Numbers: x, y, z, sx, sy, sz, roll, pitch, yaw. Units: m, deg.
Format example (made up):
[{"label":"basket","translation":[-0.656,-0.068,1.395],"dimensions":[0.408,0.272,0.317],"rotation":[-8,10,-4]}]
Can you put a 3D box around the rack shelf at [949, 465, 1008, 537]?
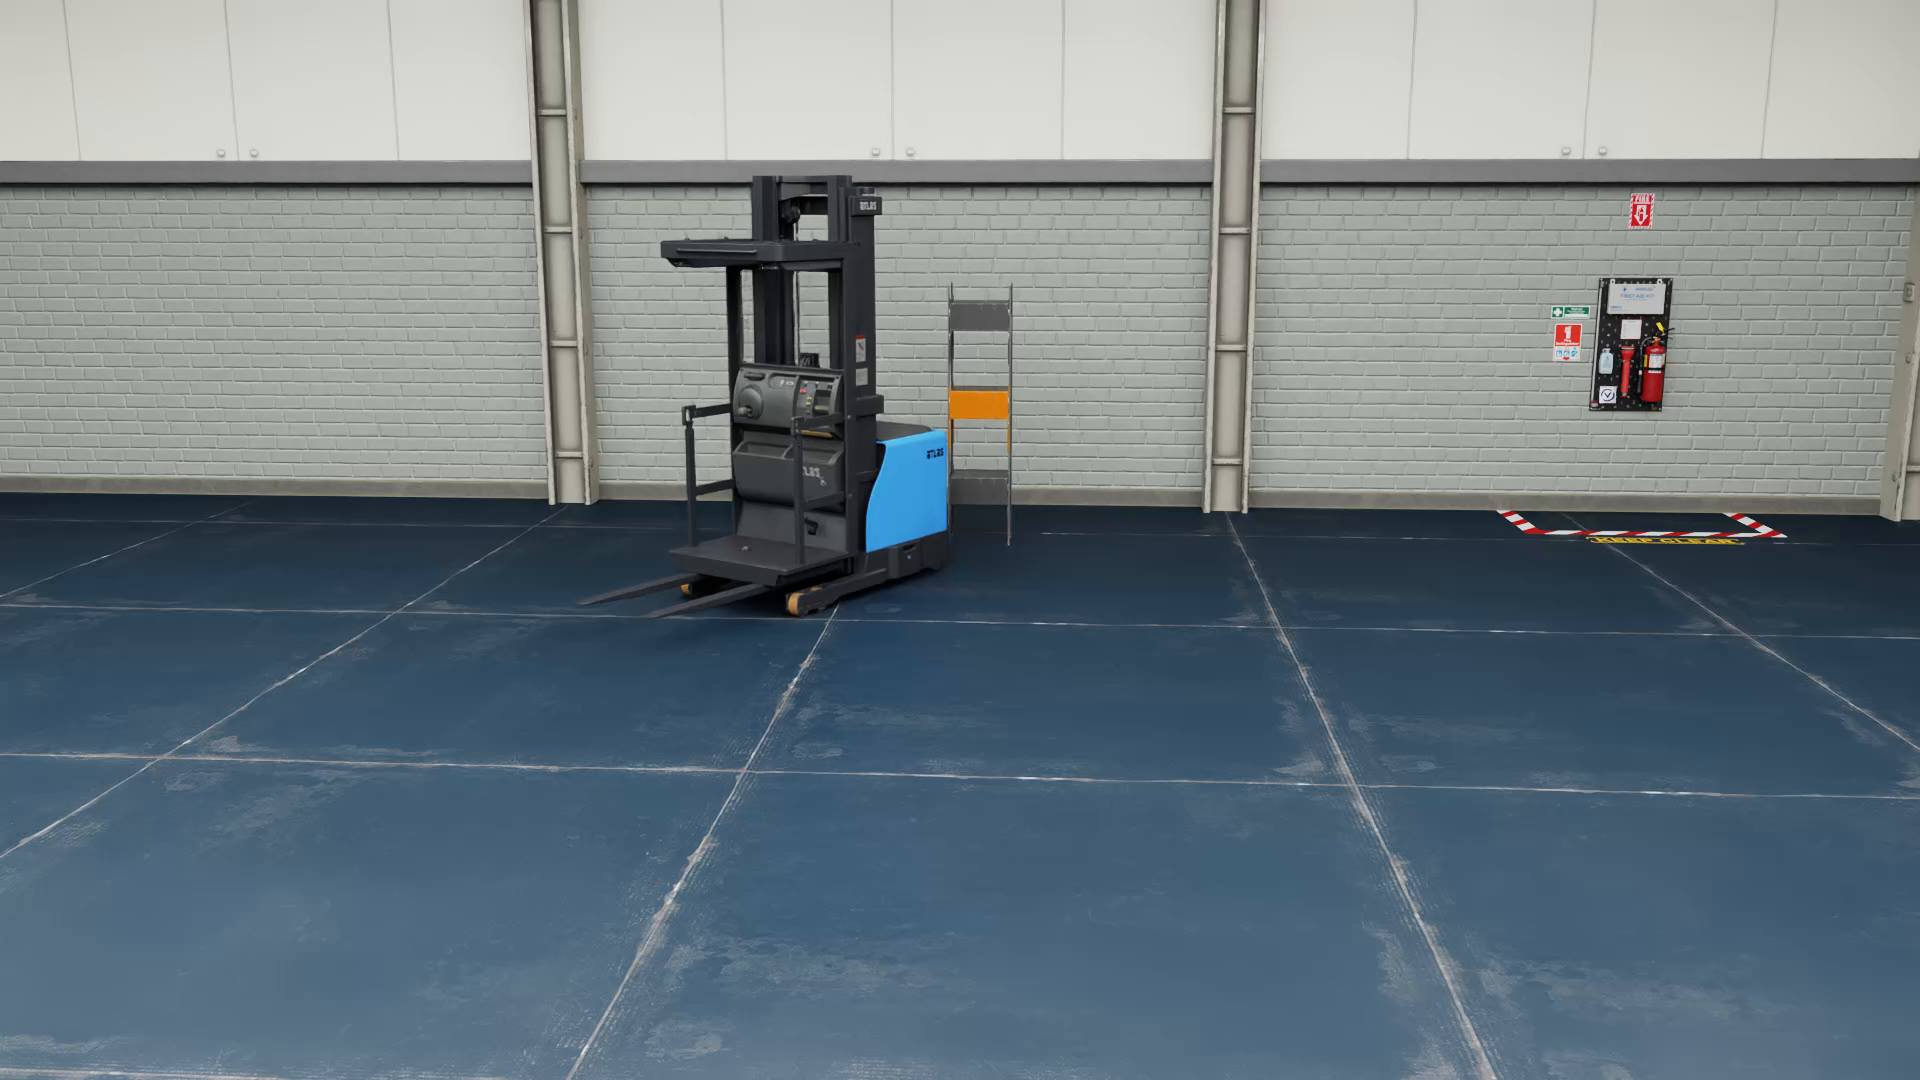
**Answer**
[{"label":"rack shelf","translation":[0.165,-0.327,13.688],"dimensions":[0.480,0.518,0.431],"rotation":[1,12,4]}]

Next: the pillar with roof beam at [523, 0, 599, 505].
[{"label":"pillar with roof beam","translation":[-3.875,-3.883,10.355],"dimensions":[0.400,9.000,9.100],"rotation":[1,12,4]}]

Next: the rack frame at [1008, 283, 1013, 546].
[{"label":"rack frame","translation":[0.409,-1.022,13.526],"dimensions":[0.015,2.100,0.400],"rotation":[1,12,4]}]

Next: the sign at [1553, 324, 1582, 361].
[{"label":"sign","translation":[5.378,-1.750,14.721],"dimensions":[0.234,0.329,0.001],"rotation":[1,12,4]}]

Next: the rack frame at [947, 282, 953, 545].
[{"label":"rack frame","translation":[-0.078,-1.029,13.558],"dimensions":[0.015,2.100,0.400],"rotation":[1,12,4]}]

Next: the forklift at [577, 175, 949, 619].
[{"label":"forklift","translation":[-1.337,-1.025,11.511],"dimensions":[1.130,2.935,3.031],"rotation":[8,14,34]}]

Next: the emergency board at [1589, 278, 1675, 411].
[{"label":"emergency board","translation":[5.923,-1.704,14.587],"dimensions":[0.643,1.169,0.194],"rotation":[1,12,4]}]

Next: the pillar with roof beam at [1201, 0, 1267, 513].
[{"label":"pillar with roof beam","translation":[2.111,-3.801,9.962],"dimensions":[0.400,9.000,9.100],"rotation":[1,12,4]}]

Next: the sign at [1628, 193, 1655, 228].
[{"label":"sign","translation":[5.921,-2.859,14.448],"dimensions":[0.199,0.298,0.001],"rotation":[1,12,4]}]

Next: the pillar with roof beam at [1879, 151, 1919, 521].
[{"label":"pillar with roof beam","translation":[8.098,-3.719,9.570],"dimensions":[0.400,9.000,9.100],"rotation":[1,12,4]}]

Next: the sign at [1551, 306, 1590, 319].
[{"label":"sign","translation":[5.382,-2.007,14.657],"dimensions":[0.331,0.109,0.001],"rotation":[1,12,4]}]

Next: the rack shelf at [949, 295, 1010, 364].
[{"label":"rack shelf","translation":[0.165,-1.697,13.402],"dimensions":[0.480,0.518,0.431],"rotation":[1,12,4]}]

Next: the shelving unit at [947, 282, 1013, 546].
[{"label":"shelving unit","translation":[0.165,-1.025,13.542],"dimensions":[0.503,2.100,0.431],"rotation":[1,12,4]}]

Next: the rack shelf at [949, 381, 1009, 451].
[{"label":"rack shelf","translation":[0.165,-1.012,13.545],"dimensions":[0.480,0.518,0.431],"rotation":[1,12,4]}]

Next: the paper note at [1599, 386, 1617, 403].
[{"label":"paper note","translation":[5.751,-1.289,14.757],"dimensions":[0.142,0.148,0.016],"rotation":[1,12,4]}]
